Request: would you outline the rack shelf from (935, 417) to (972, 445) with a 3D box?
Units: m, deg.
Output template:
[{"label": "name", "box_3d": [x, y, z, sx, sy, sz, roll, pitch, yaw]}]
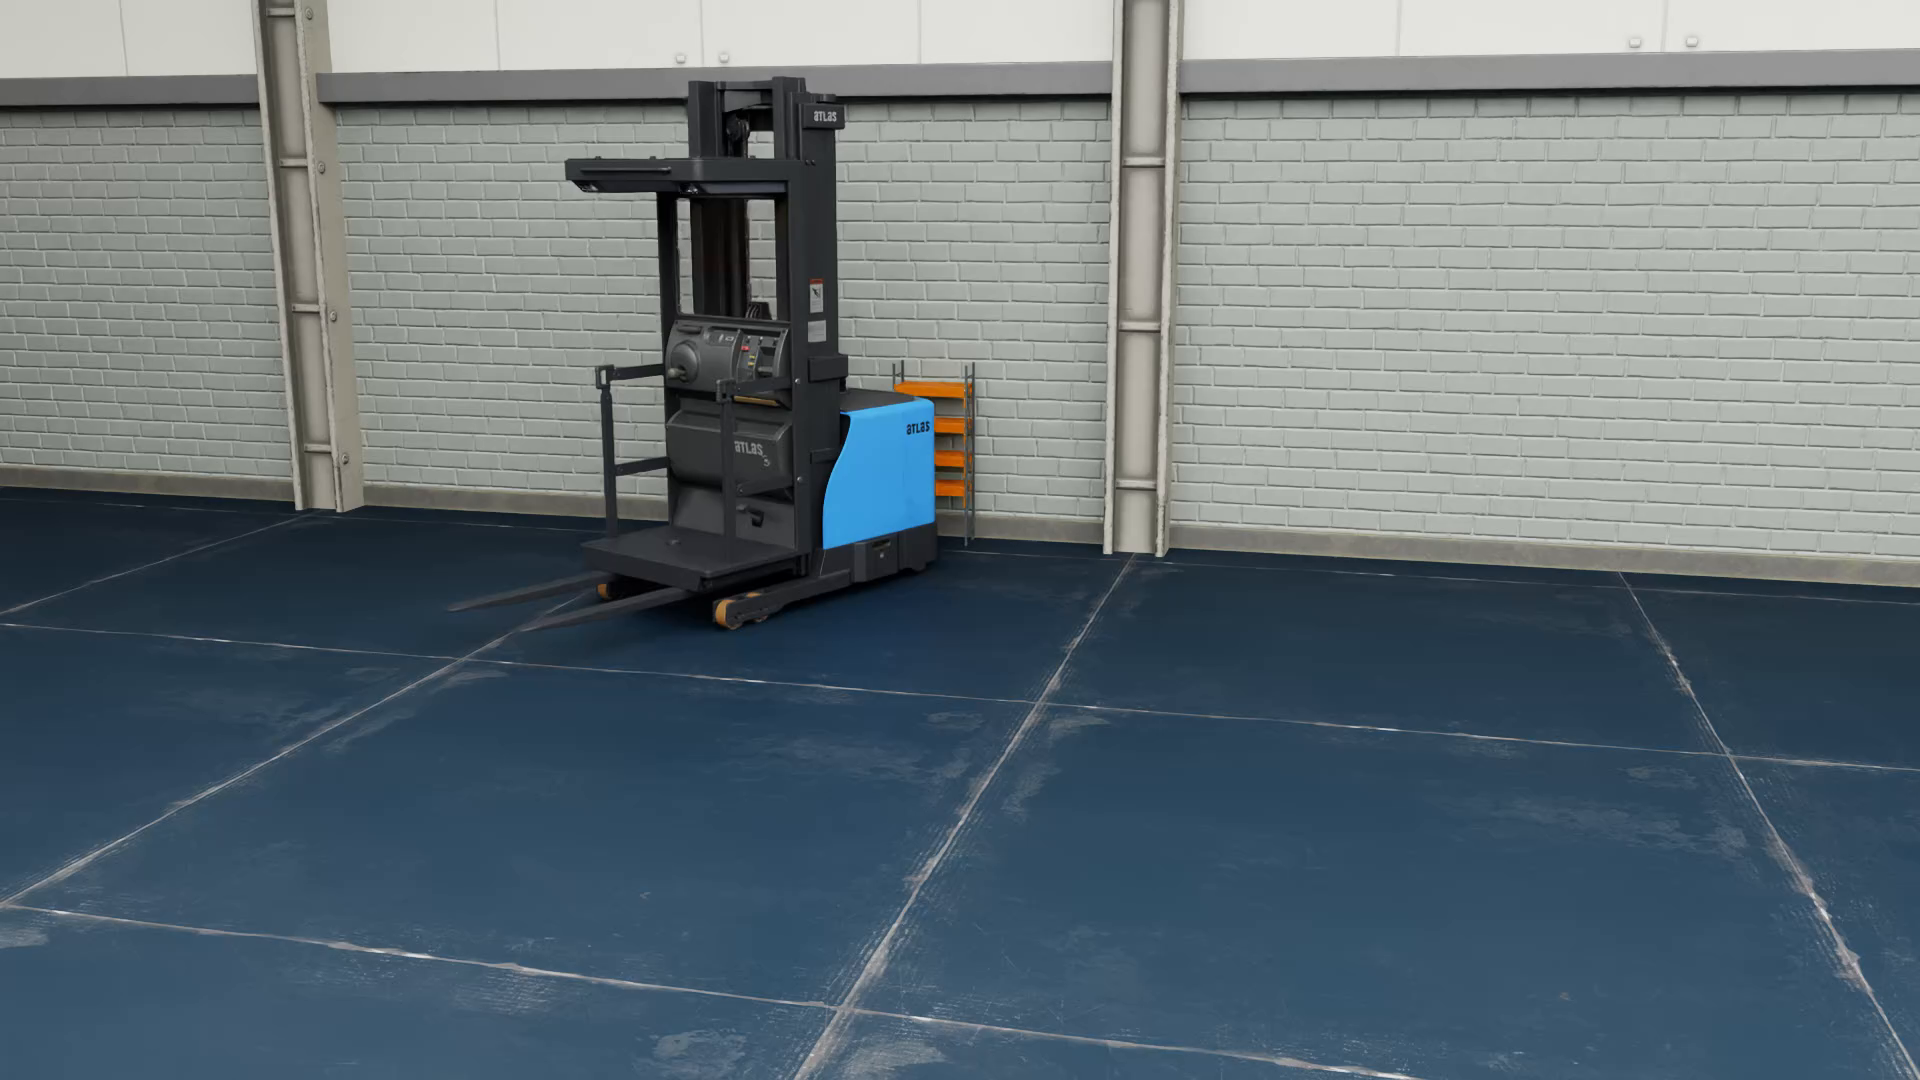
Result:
[{"label": "rack shelf", "box_3d": [-0.172, -0.736, 11.058, 0.480, 0.148, 0.258, 3, 13, 13]}]

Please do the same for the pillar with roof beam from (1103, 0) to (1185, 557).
[{"label": "pillar with roof beam", "box_3d": [0.129, -3.421, 5.878, 0.400, 9.000, 9.100, 3, 13, 14]}]

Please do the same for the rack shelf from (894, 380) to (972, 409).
[{"label": "rack shelf", "box_3d": [-0.172, -0.967, 11.006, 0.480, 0.148, 0.258, 3, 13, 13]}]

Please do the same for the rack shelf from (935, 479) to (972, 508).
[{"label": "rack shelf", "box_3d": [-0.172, -0.324, 11.150, 0.480, 0.148, 0.258, 3, 13, 13]}]

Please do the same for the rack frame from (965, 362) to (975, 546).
[{"label": "rack frame", "box_3d": [0.065, -0.571, 11.037, 0.015, 1.200, 0.240, 3, 13, 13]}]

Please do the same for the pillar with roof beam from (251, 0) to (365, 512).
[{"label": "pillar with roof beam", "box_3d": [-5.697, -3.733, 7.282, 0.400, 9.000, 9.100, 3, 13, 14]}]

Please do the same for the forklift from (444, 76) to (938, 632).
[{"label": "forklift", "box_3d": [-1.458, -1.066, 9.272, 1.130, 2.935, 3.031, 10, 16, 38]}]

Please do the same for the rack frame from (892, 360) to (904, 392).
[{"label": "rack frame", "box_3d": [-0.409, -0.596, 11.147, 0.015, 1.200, 0.240, 3, 13, 13]}]

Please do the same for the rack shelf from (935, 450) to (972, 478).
[{"label": "rack shelf", "box_3d": [-0.172, -0.518, 11.107, 0.480, 0.148, 0.258, 3, 13, 13]}]

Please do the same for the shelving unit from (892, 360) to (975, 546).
[{"label": "shelving unit", "box_3d": [-0.172, -0.583, 11.092, 0.503, 1.200, 0.258, 3, 13, 13]}]
